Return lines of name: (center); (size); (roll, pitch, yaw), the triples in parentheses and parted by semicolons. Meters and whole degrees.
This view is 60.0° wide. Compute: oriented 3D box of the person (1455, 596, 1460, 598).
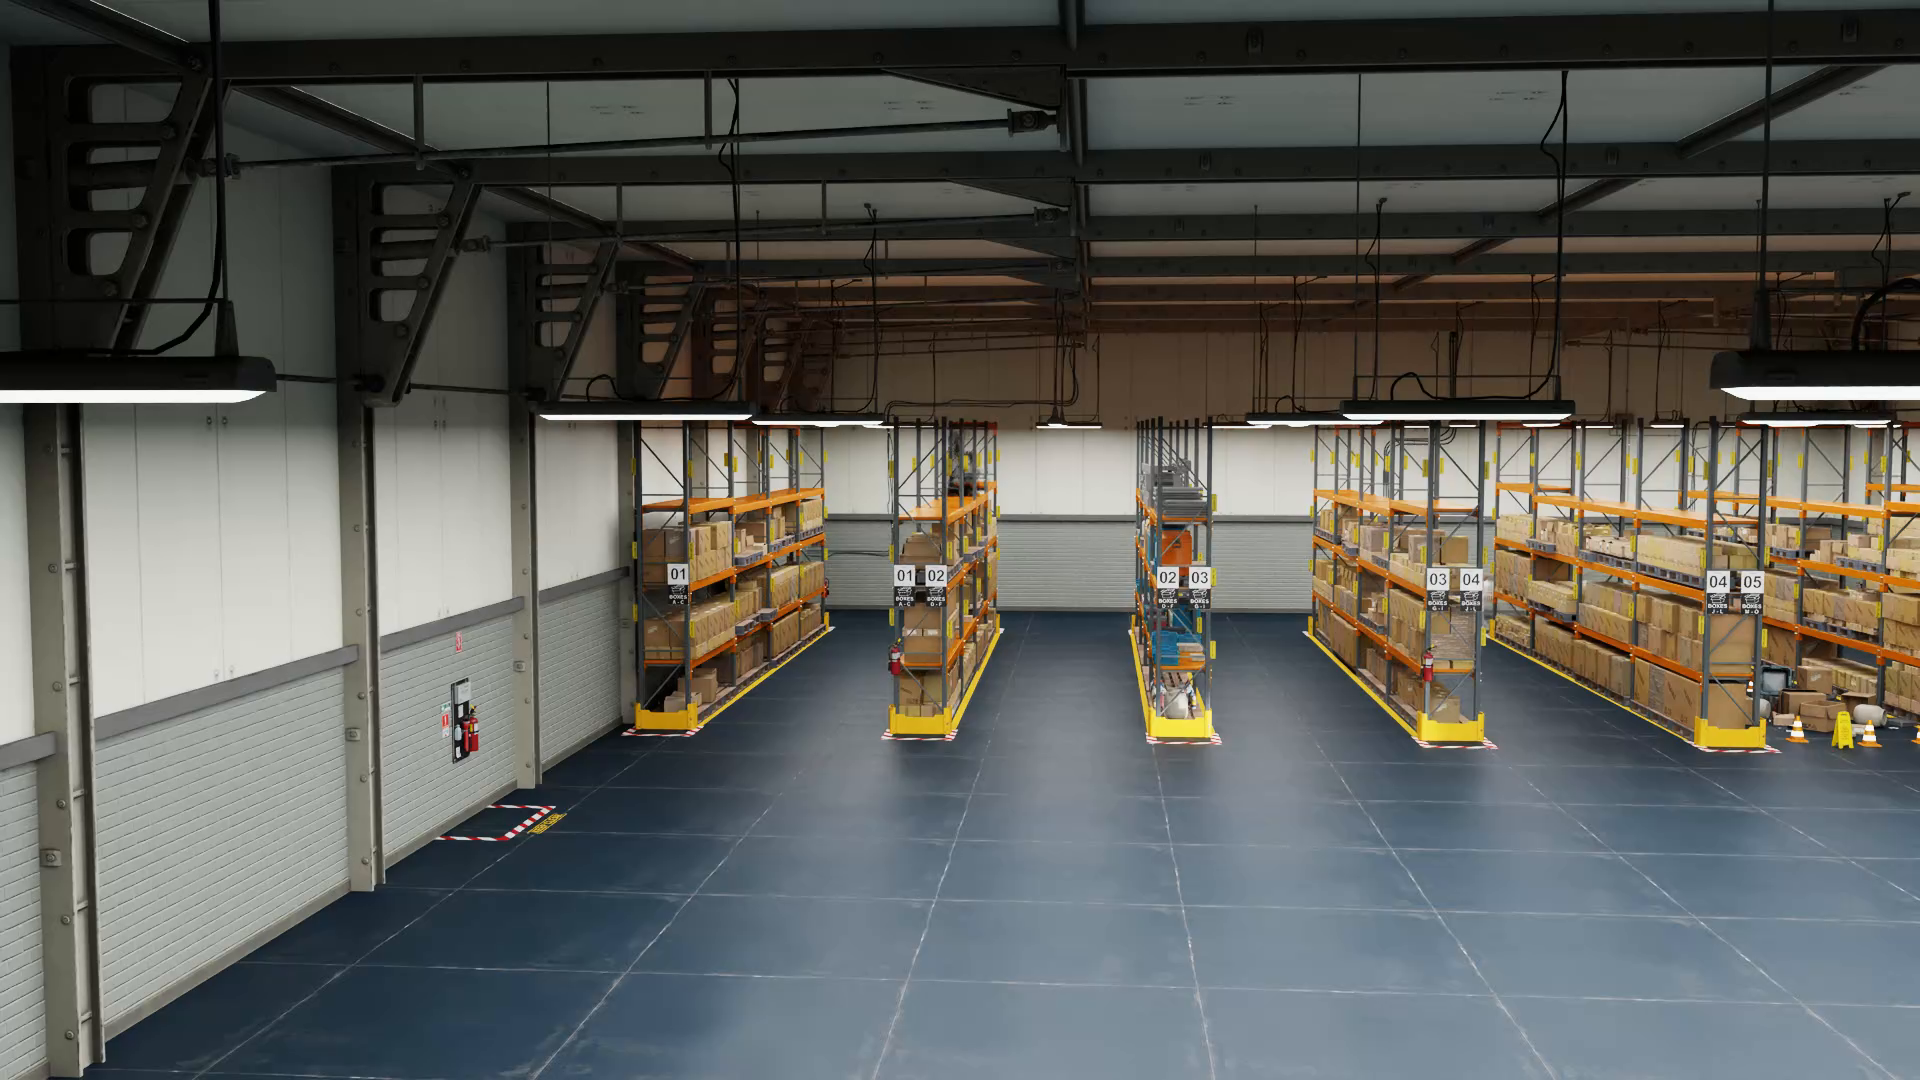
person: (13.539, 1.879, 45.922); (0.743, 1.750, 0.855); (2, 4, 25)

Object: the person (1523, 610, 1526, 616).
person: (16.140, 1.773, 47.112); (0.602, 1.739, 0.650); (0, 4, -1)

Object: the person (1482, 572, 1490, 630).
person: (14.885, 1.768, 47.637); (0.578, 1.733, 0.819); (1, 4, 15)
